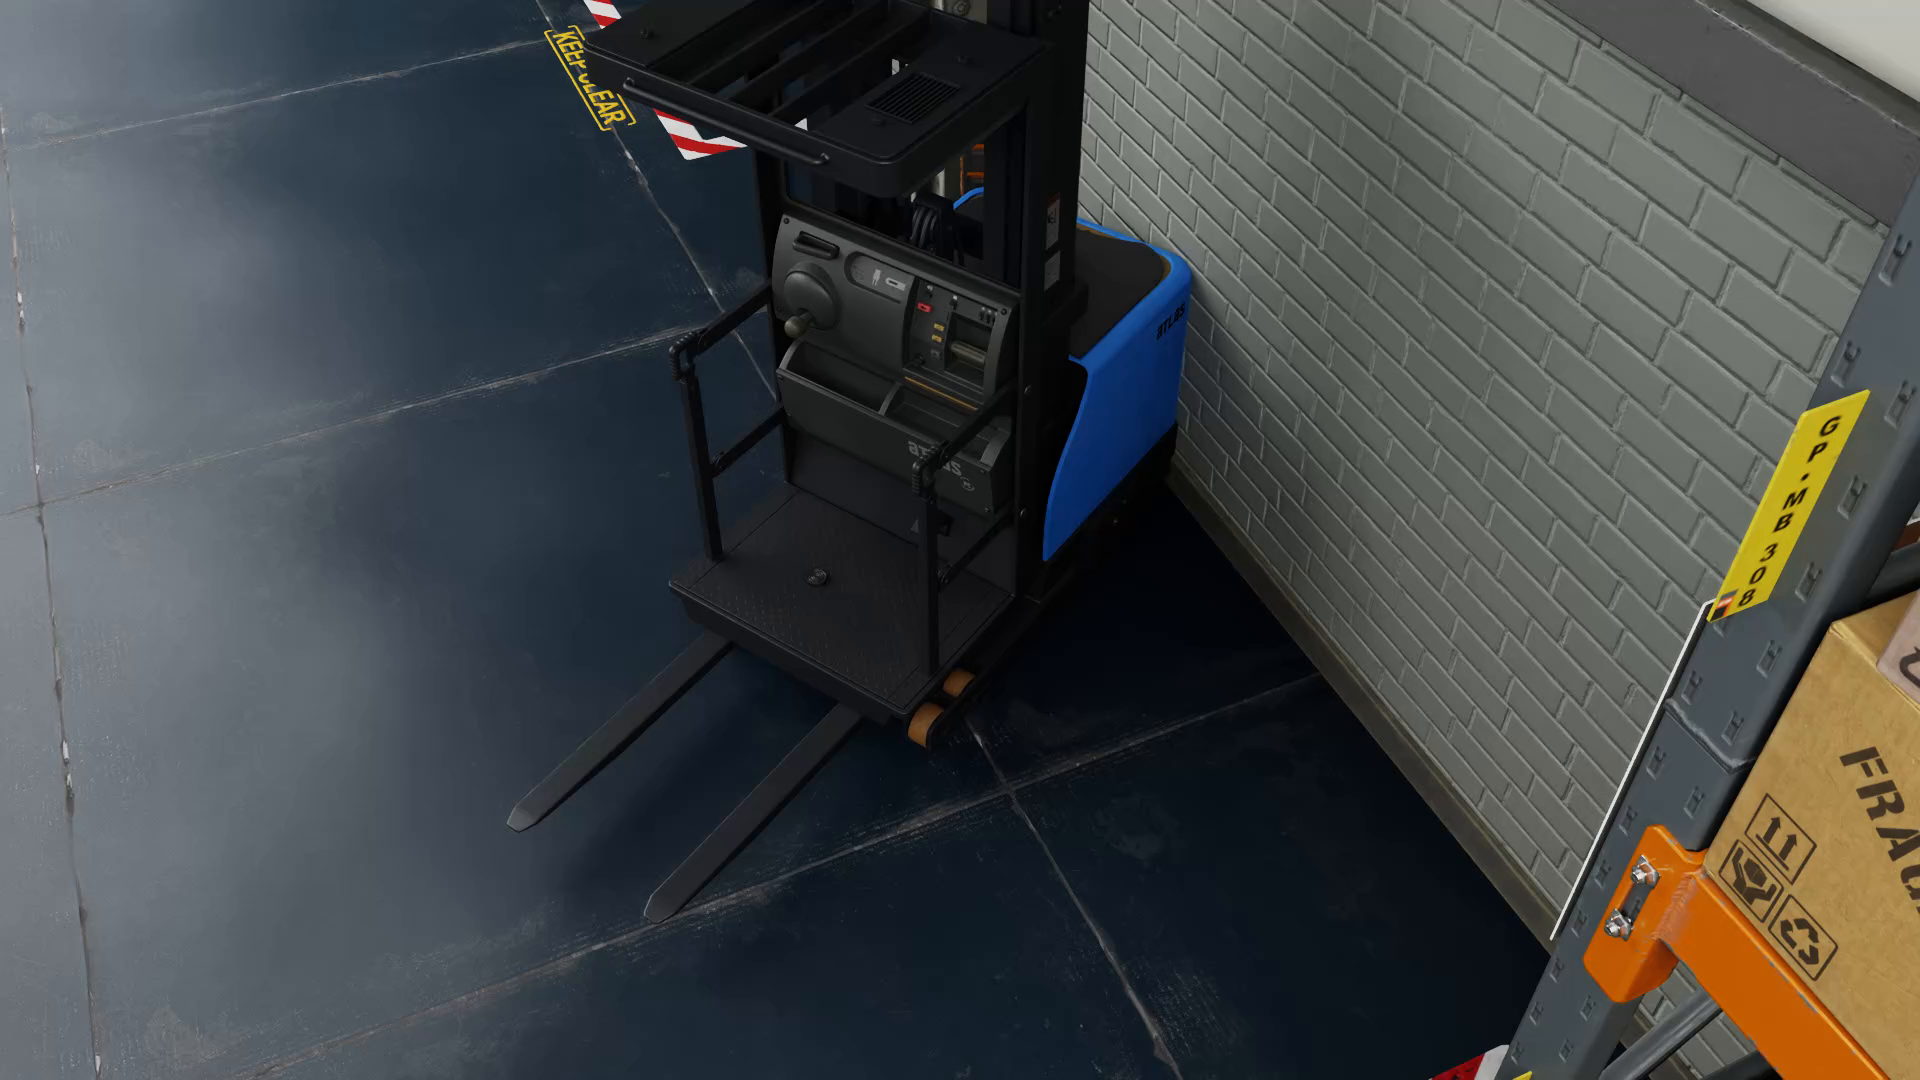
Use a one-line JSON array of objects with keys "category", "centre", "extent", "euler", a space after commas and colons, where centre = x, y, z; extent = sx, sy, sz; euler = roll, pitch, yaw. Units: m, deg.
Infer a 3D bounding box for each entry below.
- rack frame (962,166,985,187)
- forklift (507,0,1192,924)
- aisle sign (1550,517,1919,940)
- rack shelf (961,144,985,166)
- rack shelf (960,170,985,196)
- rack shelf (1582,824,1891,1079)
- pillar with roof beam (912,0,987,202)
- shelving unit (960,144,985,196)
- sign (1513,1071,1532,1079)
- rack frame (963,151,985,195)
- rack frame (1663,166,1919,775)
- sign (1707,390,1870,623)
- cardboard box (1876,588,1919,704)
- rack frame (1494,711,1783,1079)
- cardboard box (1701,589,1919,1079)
[{"category": "rack frame", "centre": [0.133, -1.397, 7.410], "extent": [0.240, 1.200, 0.006], "euler": [-1, 16, -1]}, {"category": "forklift", "centre": [-0.357, -0.685, 5.357], "extent": [1.130, 2.935, 3.031], "euler": [26, 50, 24]}, {"category": "aisle sign", "centre": [1.128, 0.304, 2.456], "extent": [0.394, 0.787, 0.004], "euler": [-18, 47, -17]}, {"category": "rack shelf", "centre": [0.131, -1.674, 7.234], "extent": [0.258, 0.103, 0.180], "euler": [-1, 16, -1]}, {"category": "rack shelf", "centre": [0.133, -1.559, 7.268], "extent": [0.258, 0.103, 0.180], "euler": [-1, 16, -1]}, {"category": "rack shelf", "centre": [2.272, 1.649, 1.319], "extent": [1.077, 0.370, 4.000], "euler": [-18, 47, -17]}, {"category": "pillar with roof beam", "centre": [-3.919, -3.311, 3.698], "extent": [9.100, 9.000, 0.400], "euler": [-18, 47, -17]}, {"category": "shelving unit", "centre": [0.136, -1.371, 7.323], "extent": [0.258, 1.200, 0.189], "euler": [-1, 16, -1]}, {"category": "sign", "centre": [0.938, 1.039, 2.945], "extent": [0.100, 0.325, 0.005], "euler": [-18, 47, -17]}, {"category": "rack frame", "centre": [0.138, -1.346, 7.235], "extent": [0.240, 1.200, 0.006], "euler": [-1, 16, -1]}, {"category": "rack frame", "centre": [1.431, -0.949, 1.305], "extent": [1.000, 3.000, 0.127], "euler": [-18, 47, -17]}, {"category": "sign", "centre": [0.938, -0.032, 1.889], "extent": [0.100, 0.325, 0.005], "euler": [-18, 47, -17]}, {"category": "cardboard box", "centre": [1.372, 0.037, 1.644], "extent": [0.500, 0.500, 0.500], "euler": [-21, 48, -20]}, {"category": "rack frame", "centre": [1.431, 1.186, 3.412], "extent": [1.000, 3.000, 0.127], "euler": [-18, 47, -17]}, {"category": "cardboard box", "centre": [1.344, 0.363, 2.025], "extent": [0.500, 0.500, 0.500], "euler": [-17, 47, -16]}]
